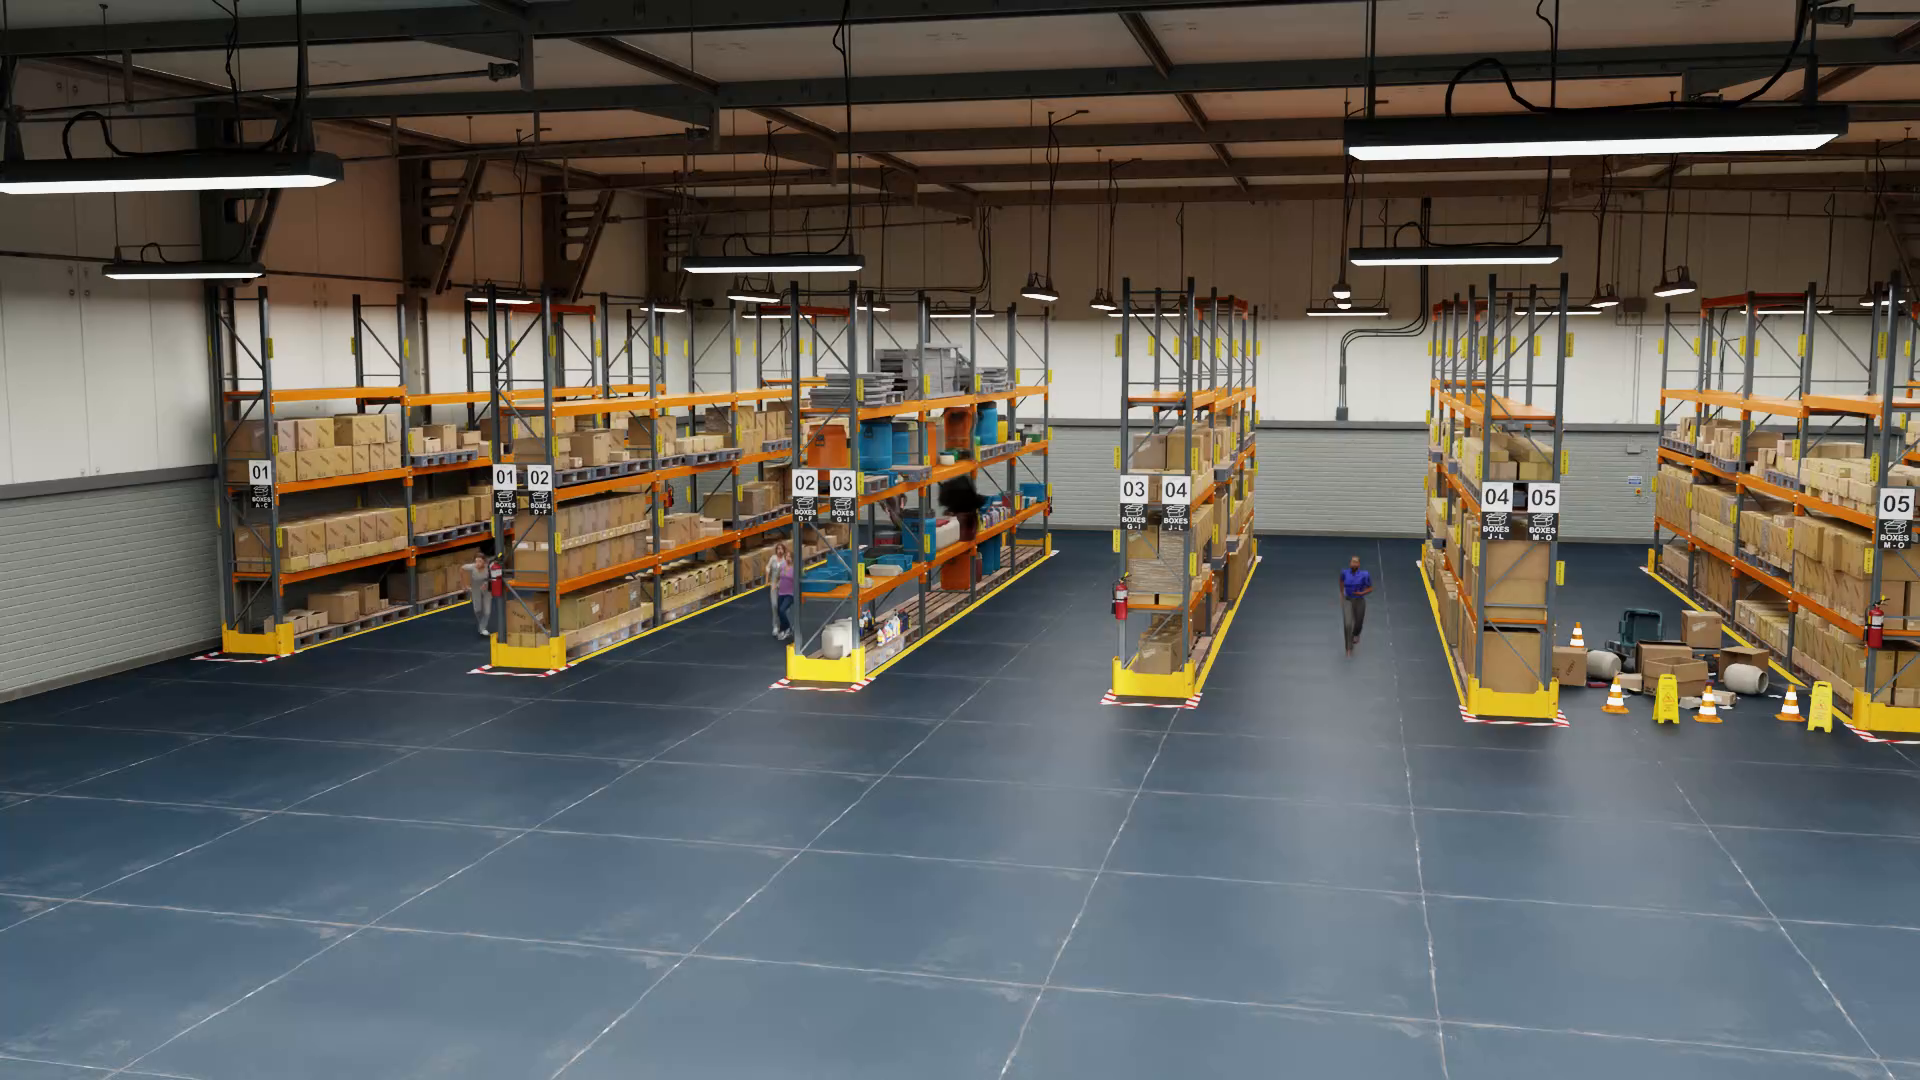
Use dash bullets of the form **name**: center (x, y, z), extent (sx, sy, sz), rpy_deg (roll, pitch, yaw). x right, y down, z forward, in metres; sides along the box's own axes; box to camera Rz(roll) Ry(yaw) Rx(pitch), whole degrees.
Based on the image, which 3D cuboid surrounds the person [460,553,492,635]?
- **person**: center (-8.377, 0.942, 28.925), extent (0.590, 1.503, 0.819), rpy_deg (-2, 7, -14)

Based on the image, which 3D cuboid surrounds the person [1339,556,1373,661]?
- **person**: center (6.464, 1.086, 27.182), extent (0.529, 1.696, 1.038), rpy_deg (1, 7, 11)

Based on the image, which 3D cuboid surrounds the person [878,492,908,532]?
- **person**: center (-1.637, -0.676, 41.932), extent (0.772, 1.712, 1.081), rpy_deg (-4, 8, -31)

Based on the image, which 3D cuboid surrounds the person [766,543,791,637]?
- **person**: center (-3.154, 0.855, 29.295), extent (0.547, 1.639, 0.705), rpy_deg (0, 7, 2)

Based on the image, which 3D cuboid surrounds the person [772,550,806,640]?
- **person**: center (-2.954, 0.948, 28.591), extent (0.598, 1.560, 0.574), rpy_deg (4, 8, 31)
